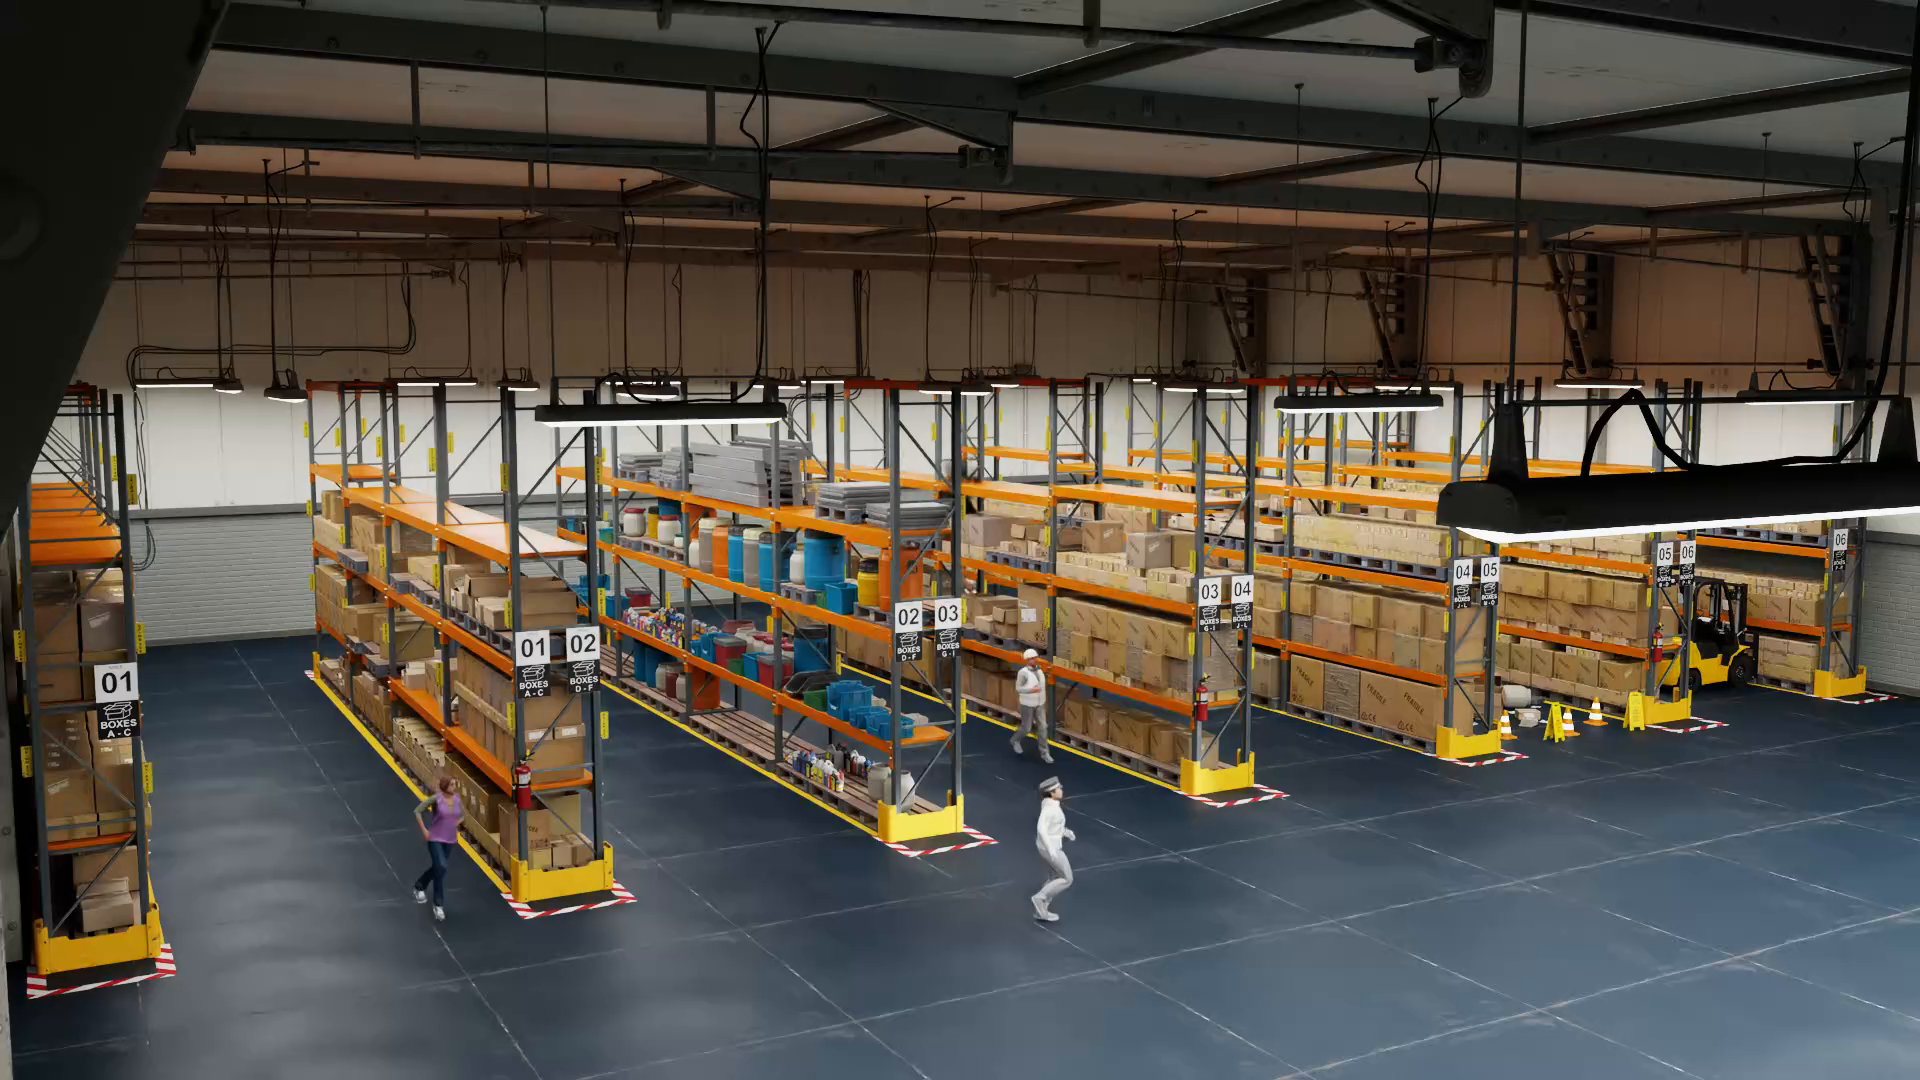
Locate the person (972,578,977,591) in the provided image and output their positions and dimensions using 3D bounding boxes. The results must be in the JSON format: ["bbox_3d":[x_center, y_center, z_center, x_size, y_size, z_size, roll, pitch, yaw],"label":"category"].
[{"bbox_3d":[0.416,1.011,42.229,0.848,1.646,0.673,1,6,14],"label":"person"}]

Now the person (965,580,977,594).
[{"bbox_3d":[0.166,1.662,35.221,0.680,1.675,0.999,-5,8,-37],"label":"person"}]

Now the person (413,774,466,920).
[{"bbox_3d":[-6.032,3.510,19.319,0.767,1.607,0.587,5,8,39],"label":"person"}]

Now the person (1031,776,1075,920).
[{"bbox_3d":[1.063,3.499,18.917,0.538,1.663,0.630,0,6,-4],"label":"person"}]

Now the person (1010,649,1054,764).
[{"bbox_3d":[1.146,2.613,26.466,0.657,1.776,0.950,-4,7,-35],"label":"person"}]
